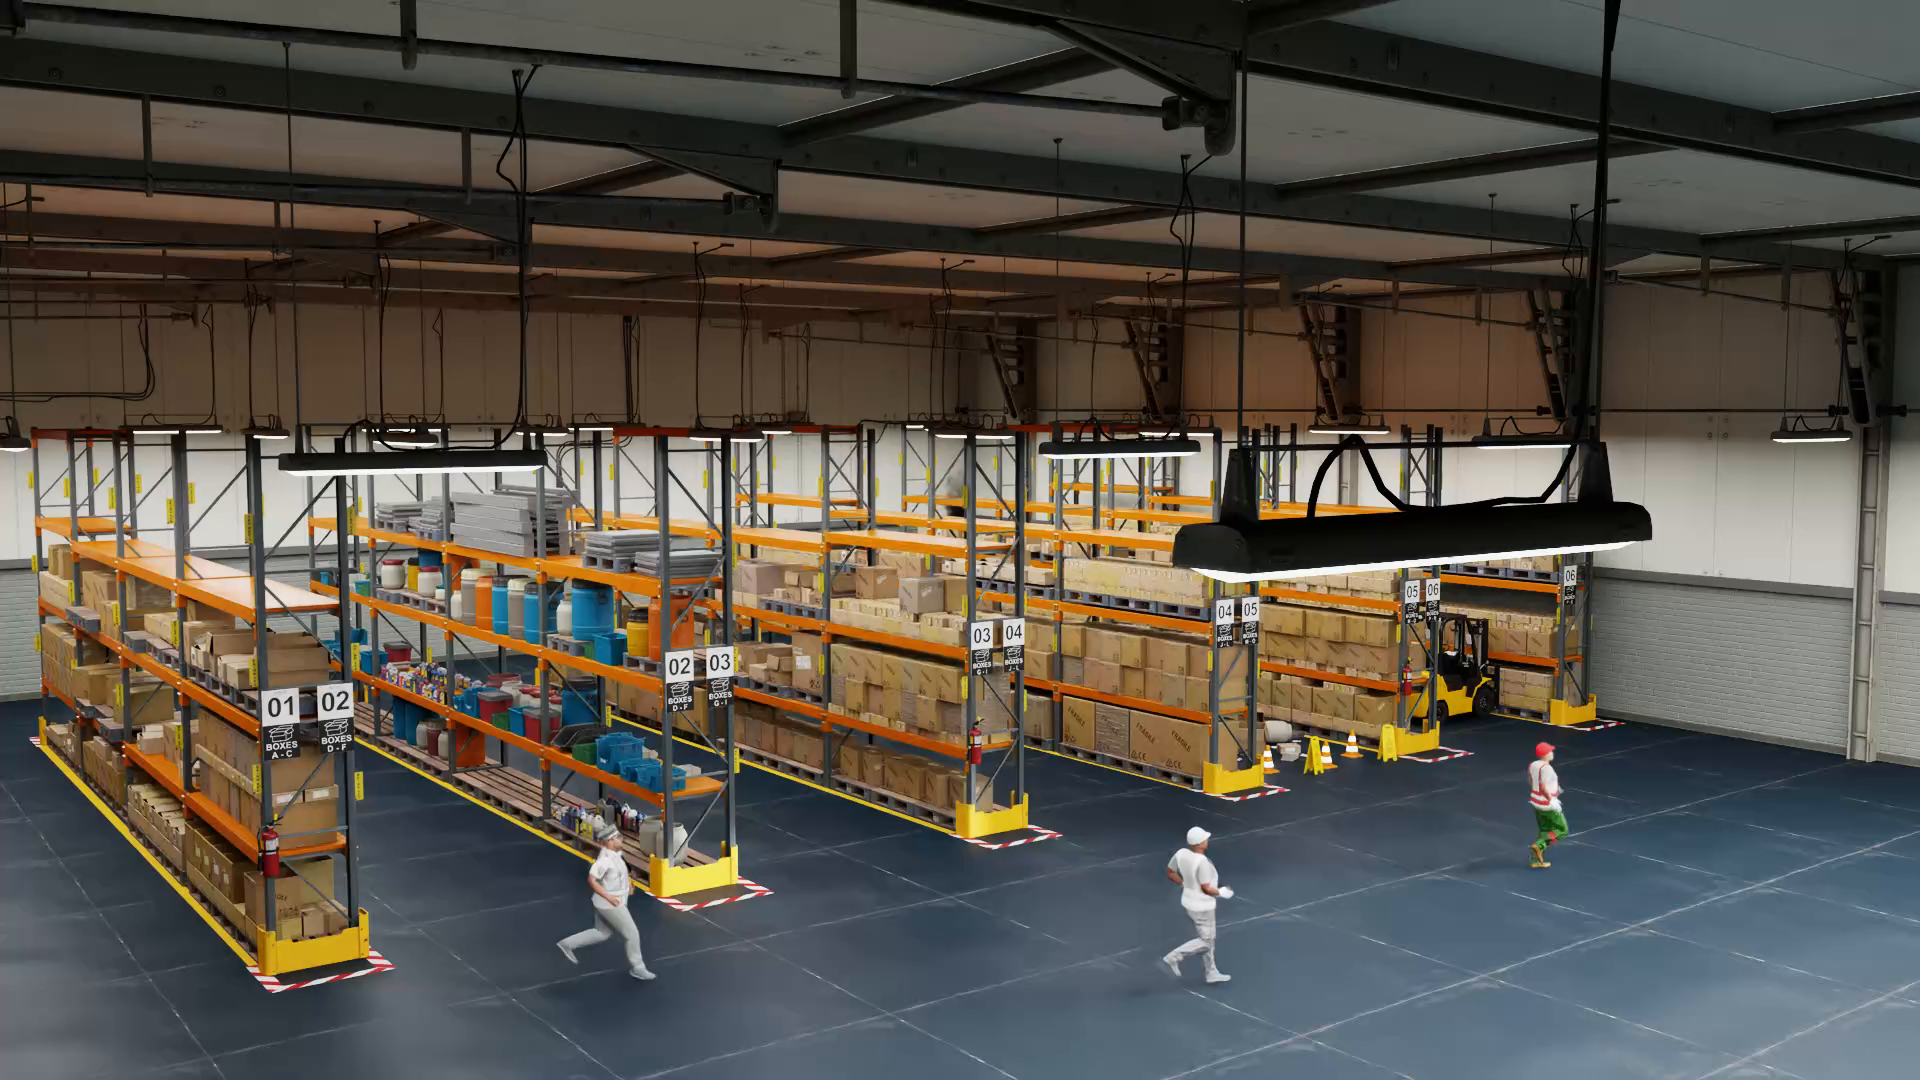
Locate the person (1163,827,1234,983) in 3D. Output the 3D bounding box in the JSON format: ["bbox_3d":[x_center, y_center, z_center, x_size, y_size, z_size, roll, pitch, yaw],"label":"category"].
[{"bbox_3d":[2.589,4.018,18.236,0.878,1.766,0.681,-2,5,-21],"label":"person"}]

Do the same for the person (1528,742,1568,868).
[{"bbox_3d":[8.112,3.654,22.941,0.581,1.740,0.652,-1,5,-11],"label":"person"}]

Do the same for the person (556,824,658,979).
[{"bbox_3d":[-3.918,4.032,18.431,1.095,1.801,0.628,-1,5,-18],"label":"person"}]
